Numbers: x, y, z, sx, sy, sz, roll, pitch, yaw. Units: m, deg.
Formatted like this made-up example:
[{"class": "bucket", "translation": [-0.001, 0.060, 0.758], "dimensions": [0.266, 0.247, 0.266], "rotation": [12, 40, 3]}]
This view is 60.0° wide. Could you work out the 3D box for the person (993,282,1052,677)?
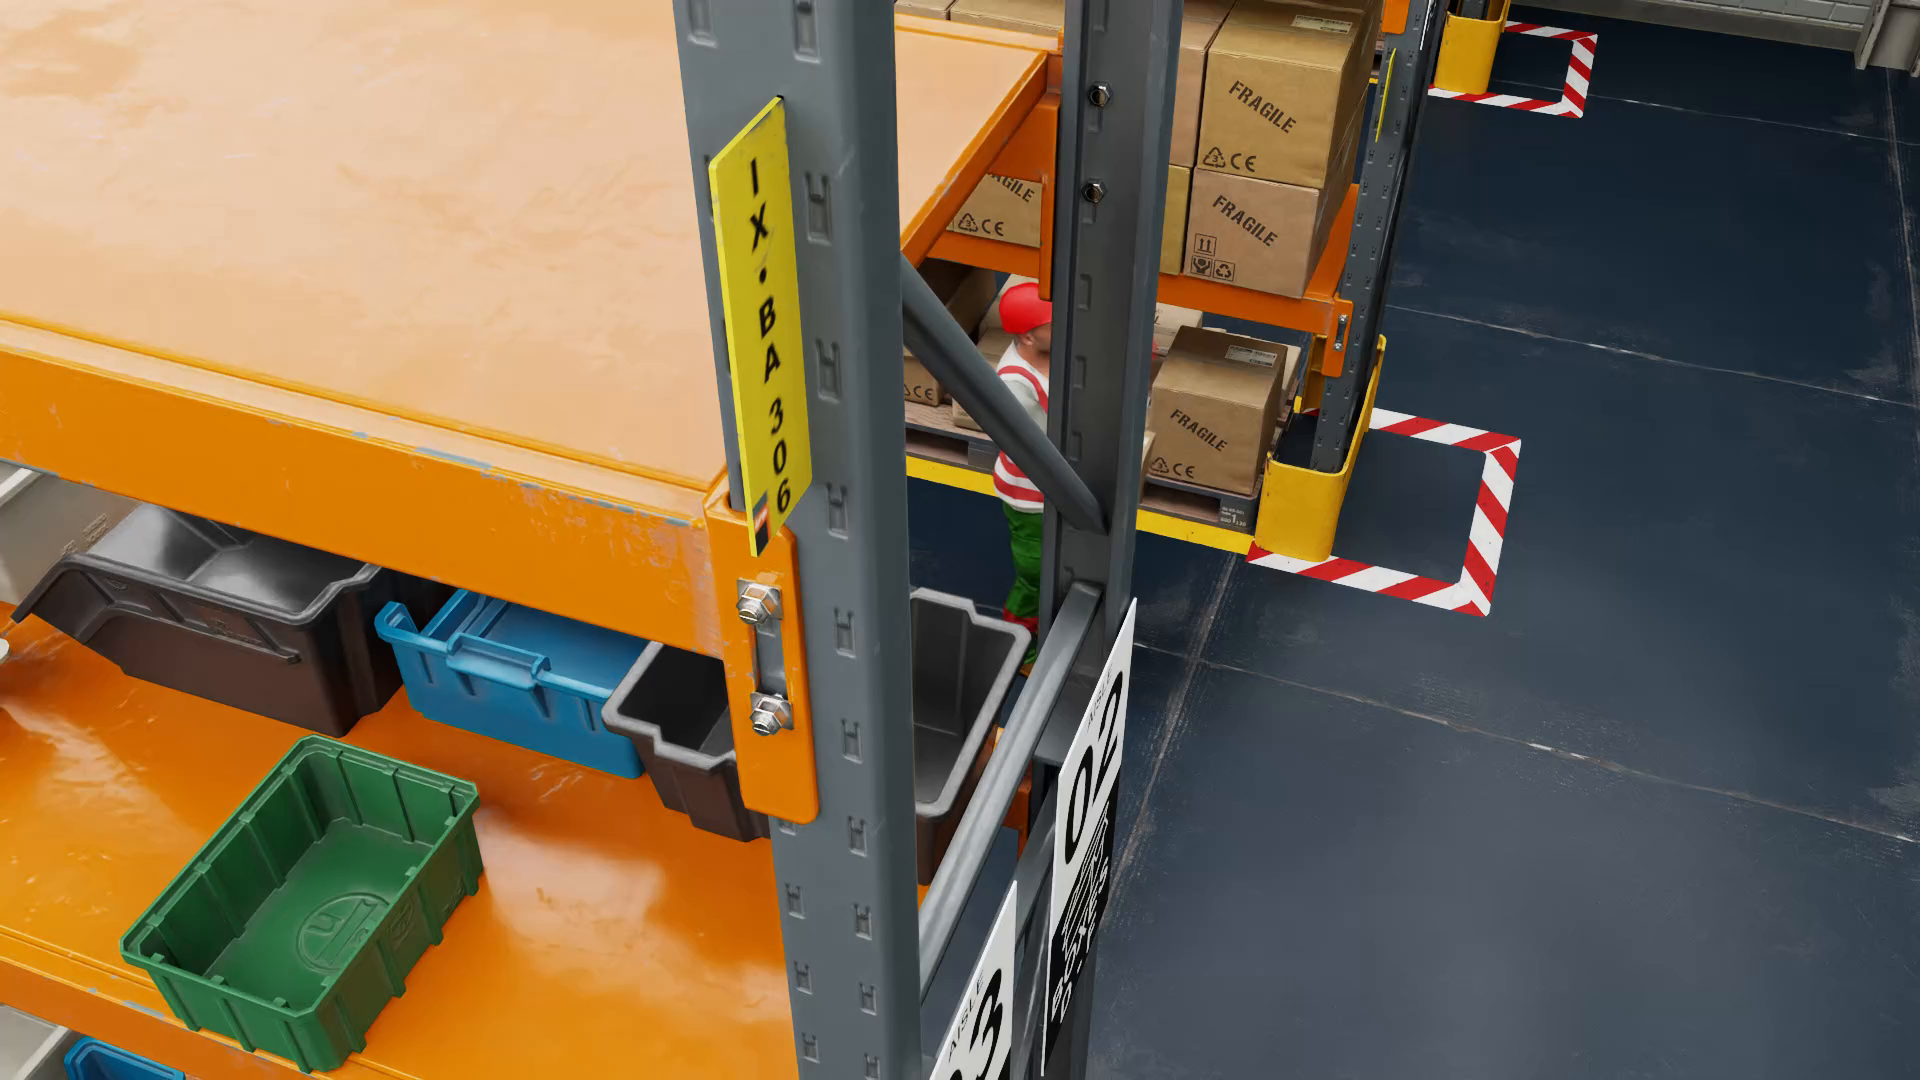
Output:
[{"class": "person", "translation": [0.407, -0.197, 6.476], "dimensions": [0.563, 1.783, 0.494], "rotation": [14, 43, 15]}]
